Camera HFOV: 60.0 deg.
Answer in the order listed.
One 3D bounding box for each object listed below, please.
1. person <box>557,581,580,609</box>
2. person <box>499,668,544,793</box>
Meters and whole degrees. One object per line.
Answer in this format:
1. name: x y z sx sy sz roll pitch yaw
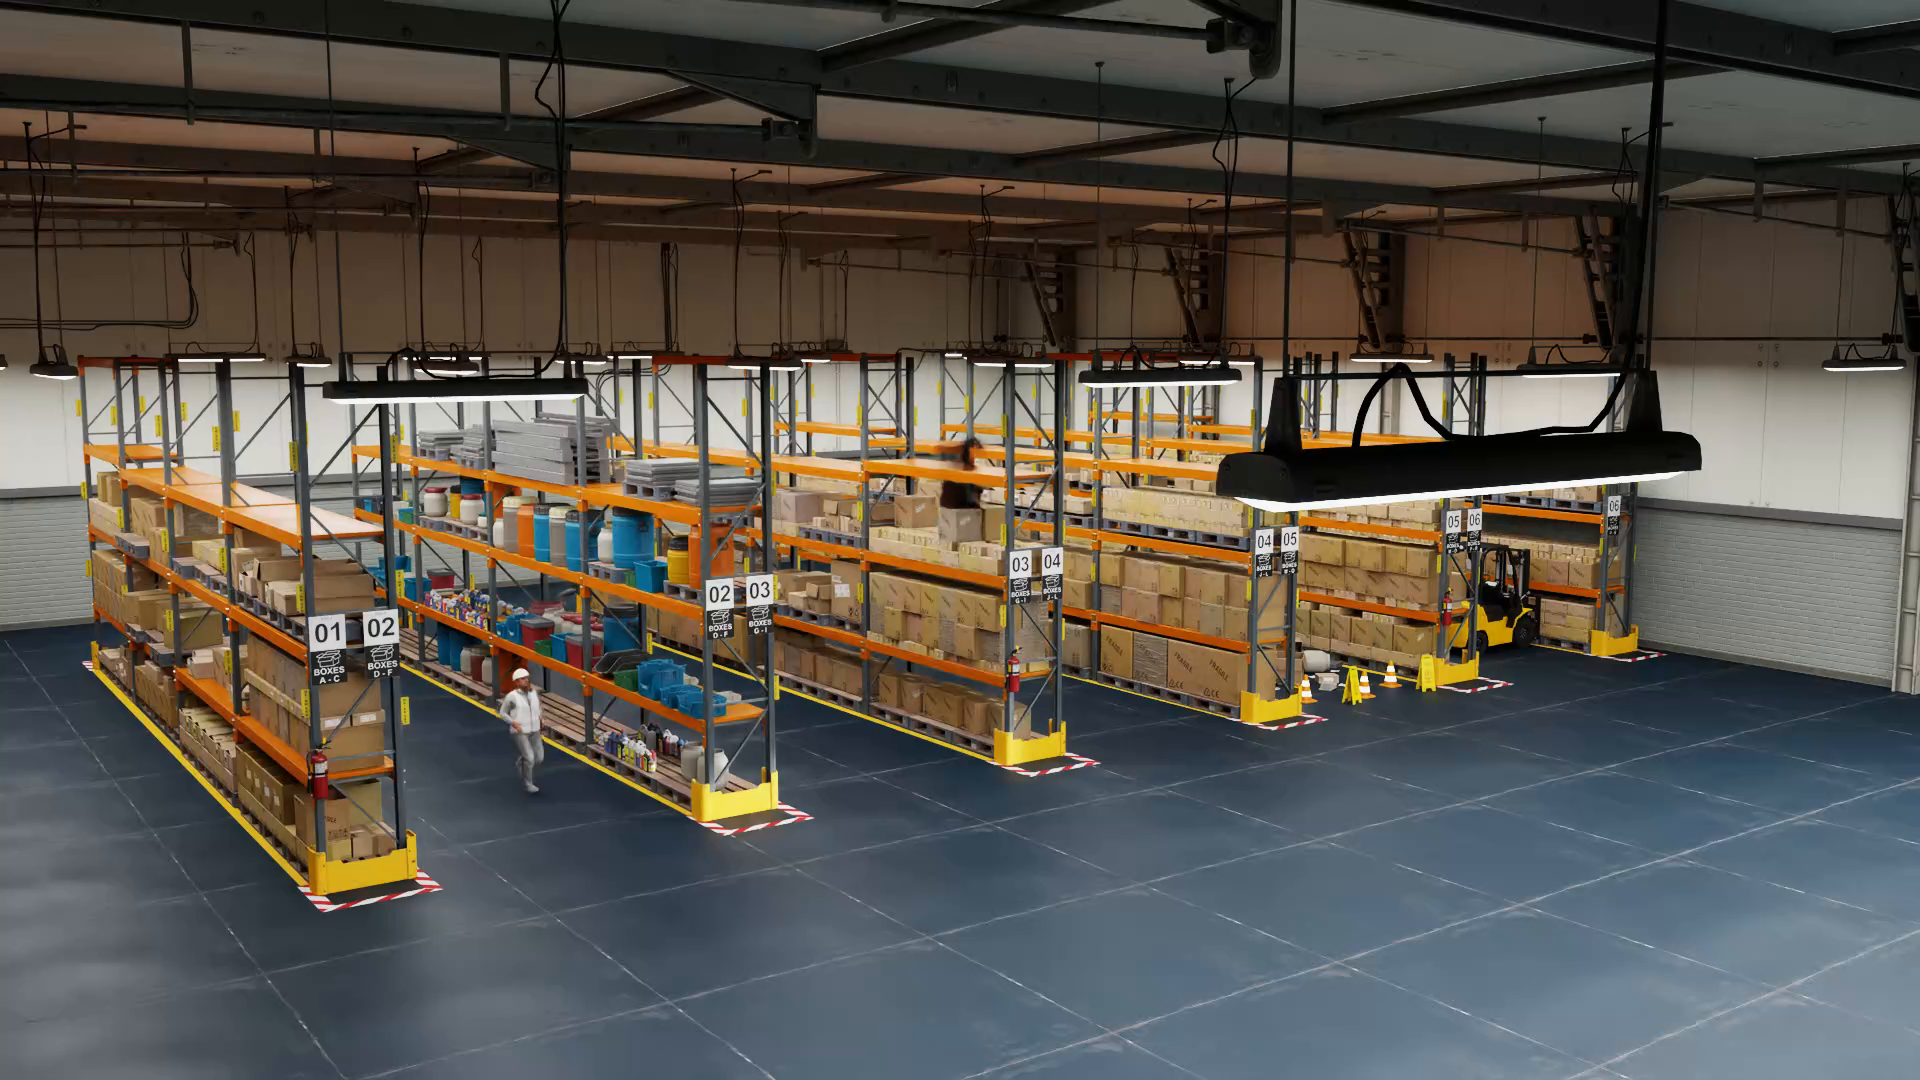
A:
1. person: -9.066 0.836 38.837 0.689 1.592 0.596 -2 7 -16
2. person: -6.125 2.655 23.313 0.647 1.724 0.661 6 9 42
